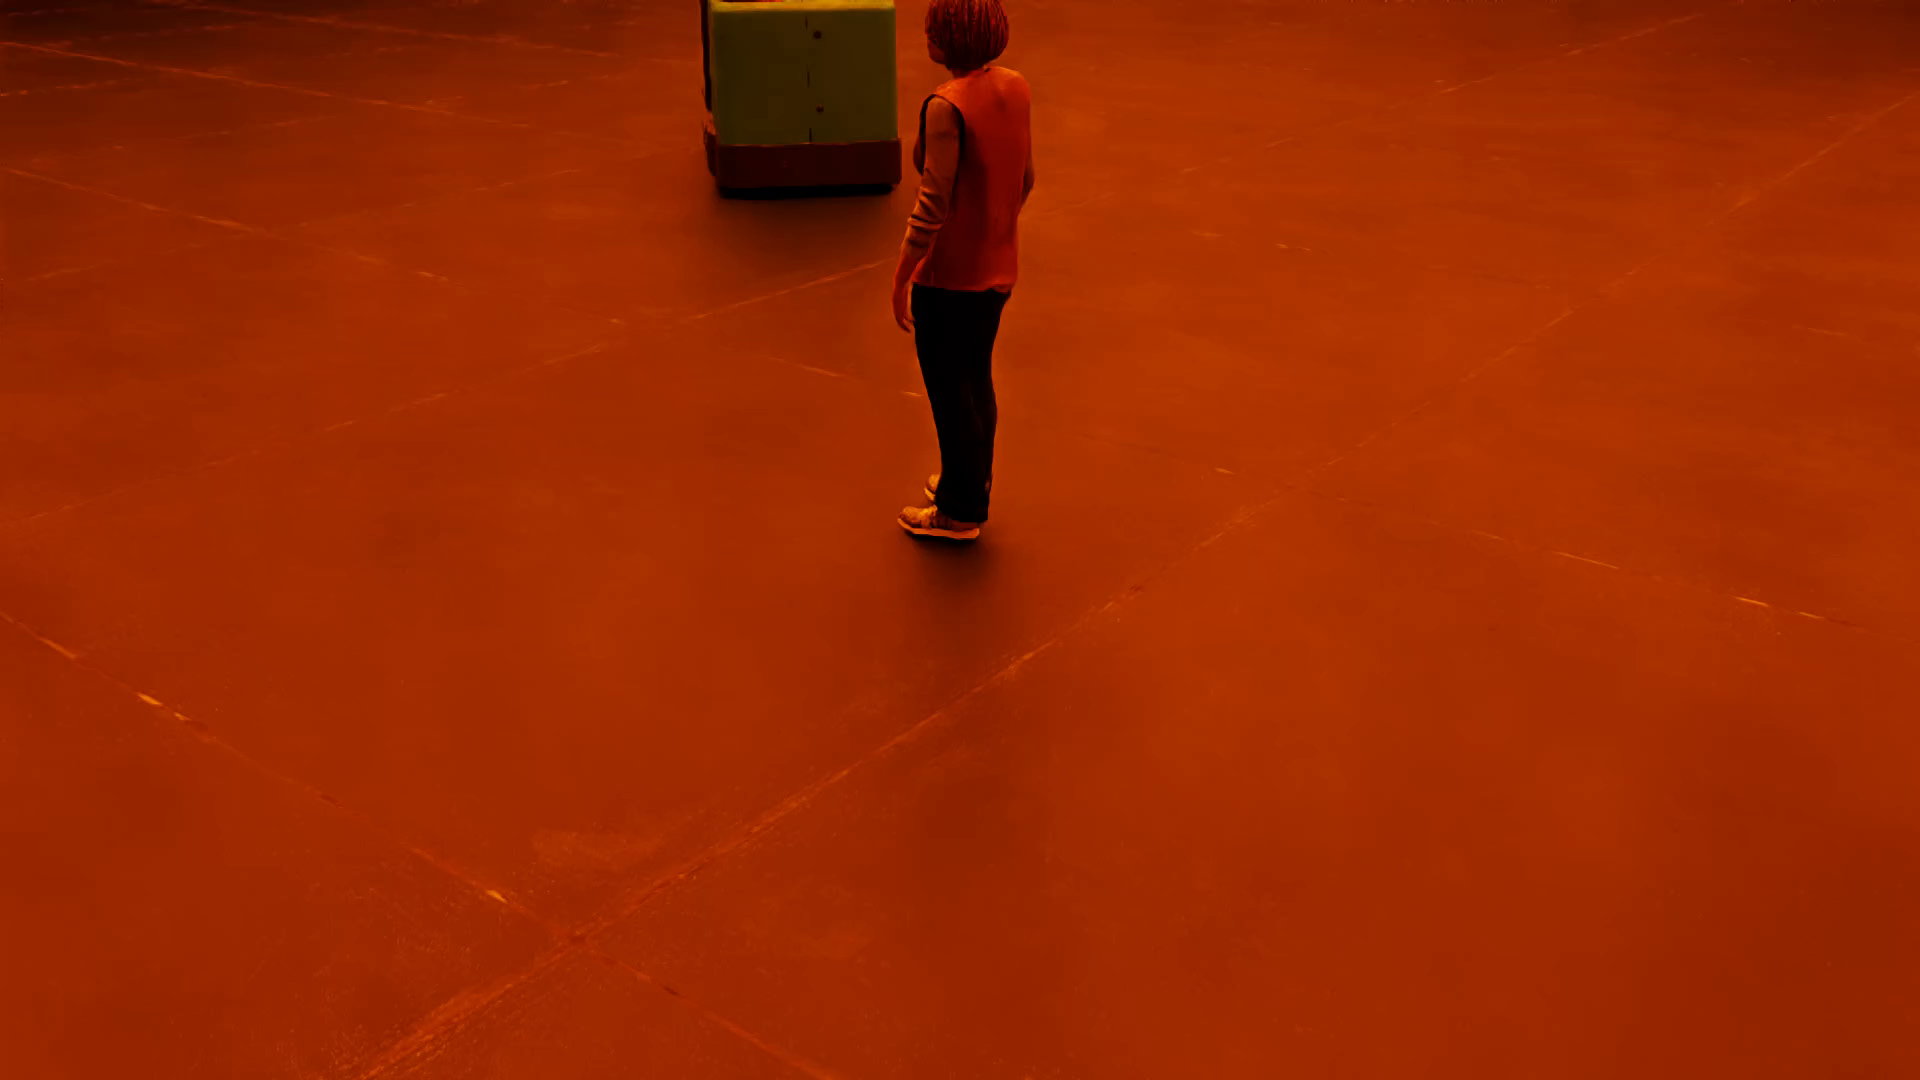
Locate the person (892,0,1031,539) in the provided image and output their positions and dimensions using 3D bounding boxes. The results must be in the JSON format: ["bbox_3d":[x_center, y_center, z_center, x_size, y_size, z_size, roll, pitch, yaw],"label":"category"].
[{"bbox_3d":[-0.048,-0.762,4.748,0.474,1.597,0.513,17,29,34],"label":"person"}]

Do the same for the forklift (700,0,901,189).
[{"bbox_3d":[-1.106,-3.898,10.320,1.130,2.935,3.031,-4,24,-9],"label":"forklift"}]
